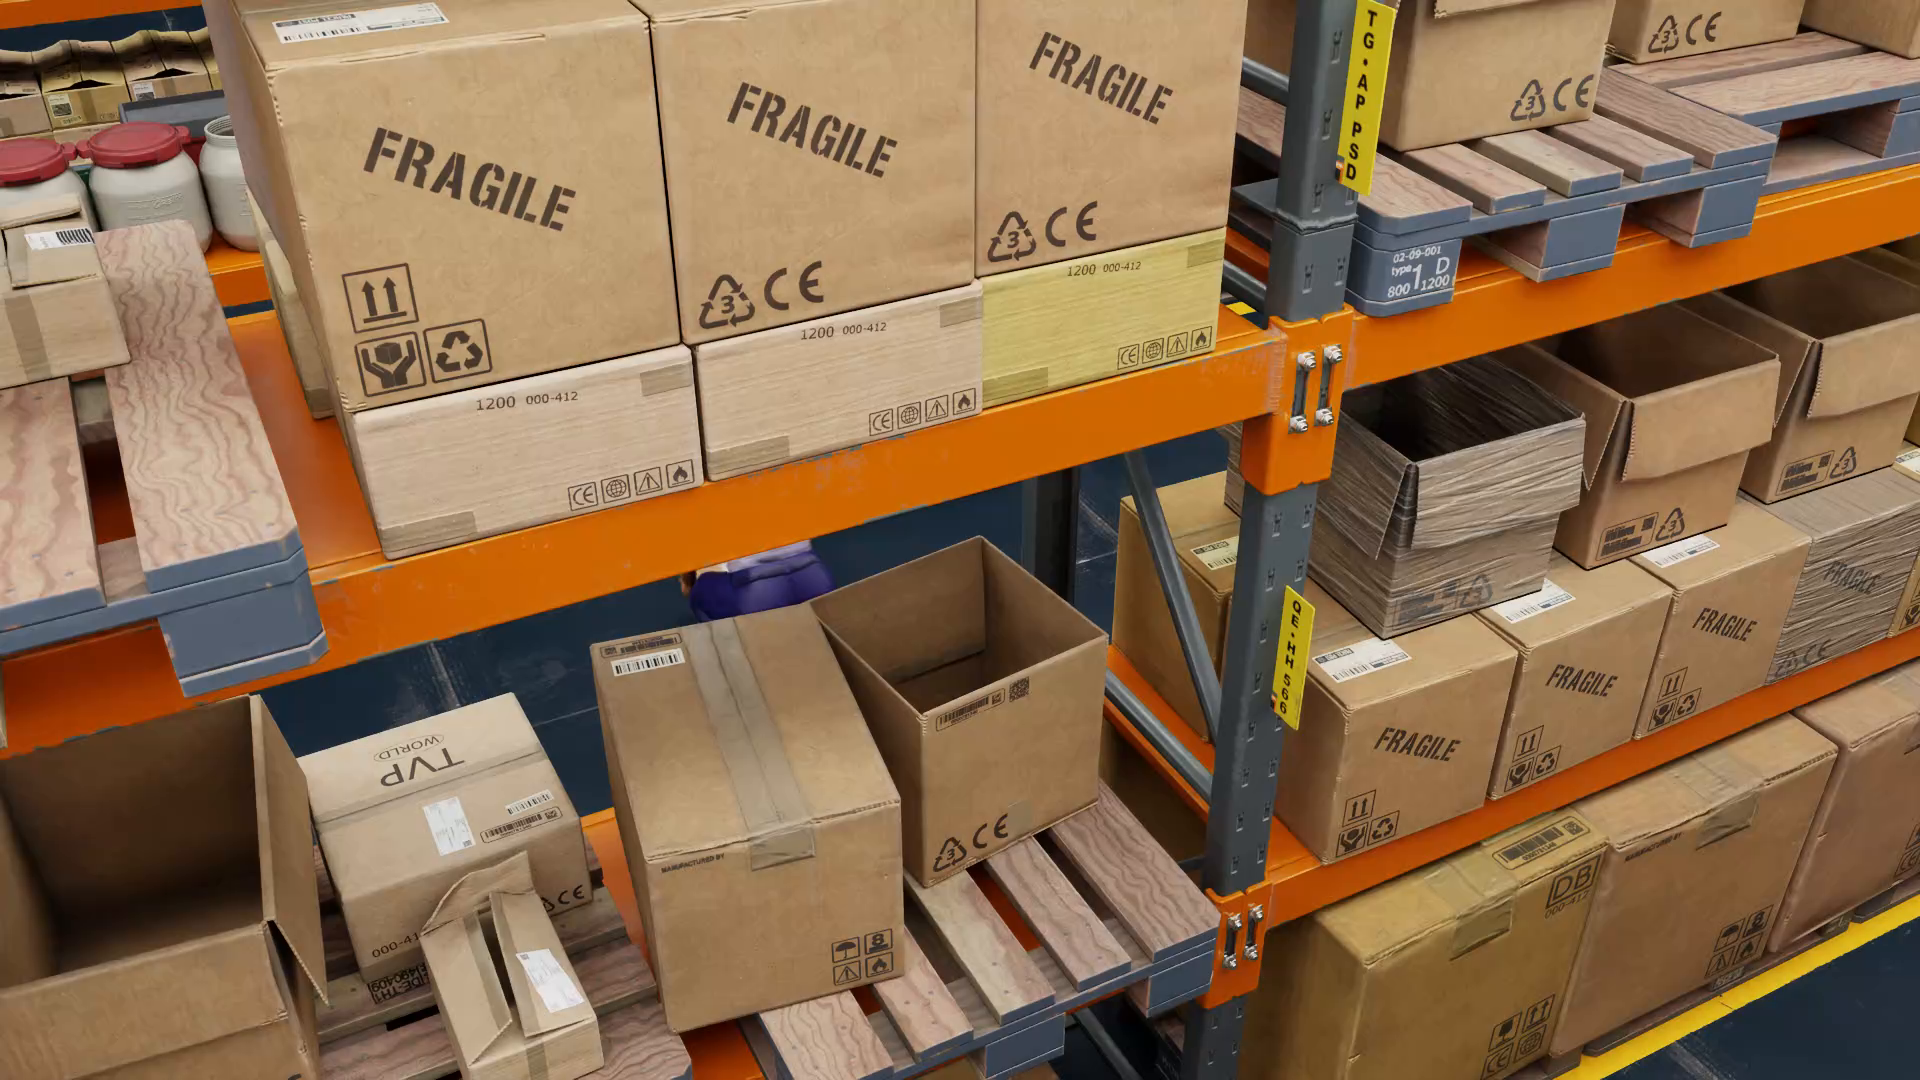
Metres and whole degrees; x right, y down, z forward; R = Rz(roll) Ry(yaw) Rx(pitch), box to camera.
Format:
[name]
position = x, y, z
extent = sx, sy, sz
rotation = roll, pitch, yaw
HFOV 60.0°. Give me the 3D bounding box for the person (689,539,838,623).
[person]
position = -0.795, 0.182, 6.527
extent = 0.530, 0.941, 0.572
rotation = -16, 37, -23
